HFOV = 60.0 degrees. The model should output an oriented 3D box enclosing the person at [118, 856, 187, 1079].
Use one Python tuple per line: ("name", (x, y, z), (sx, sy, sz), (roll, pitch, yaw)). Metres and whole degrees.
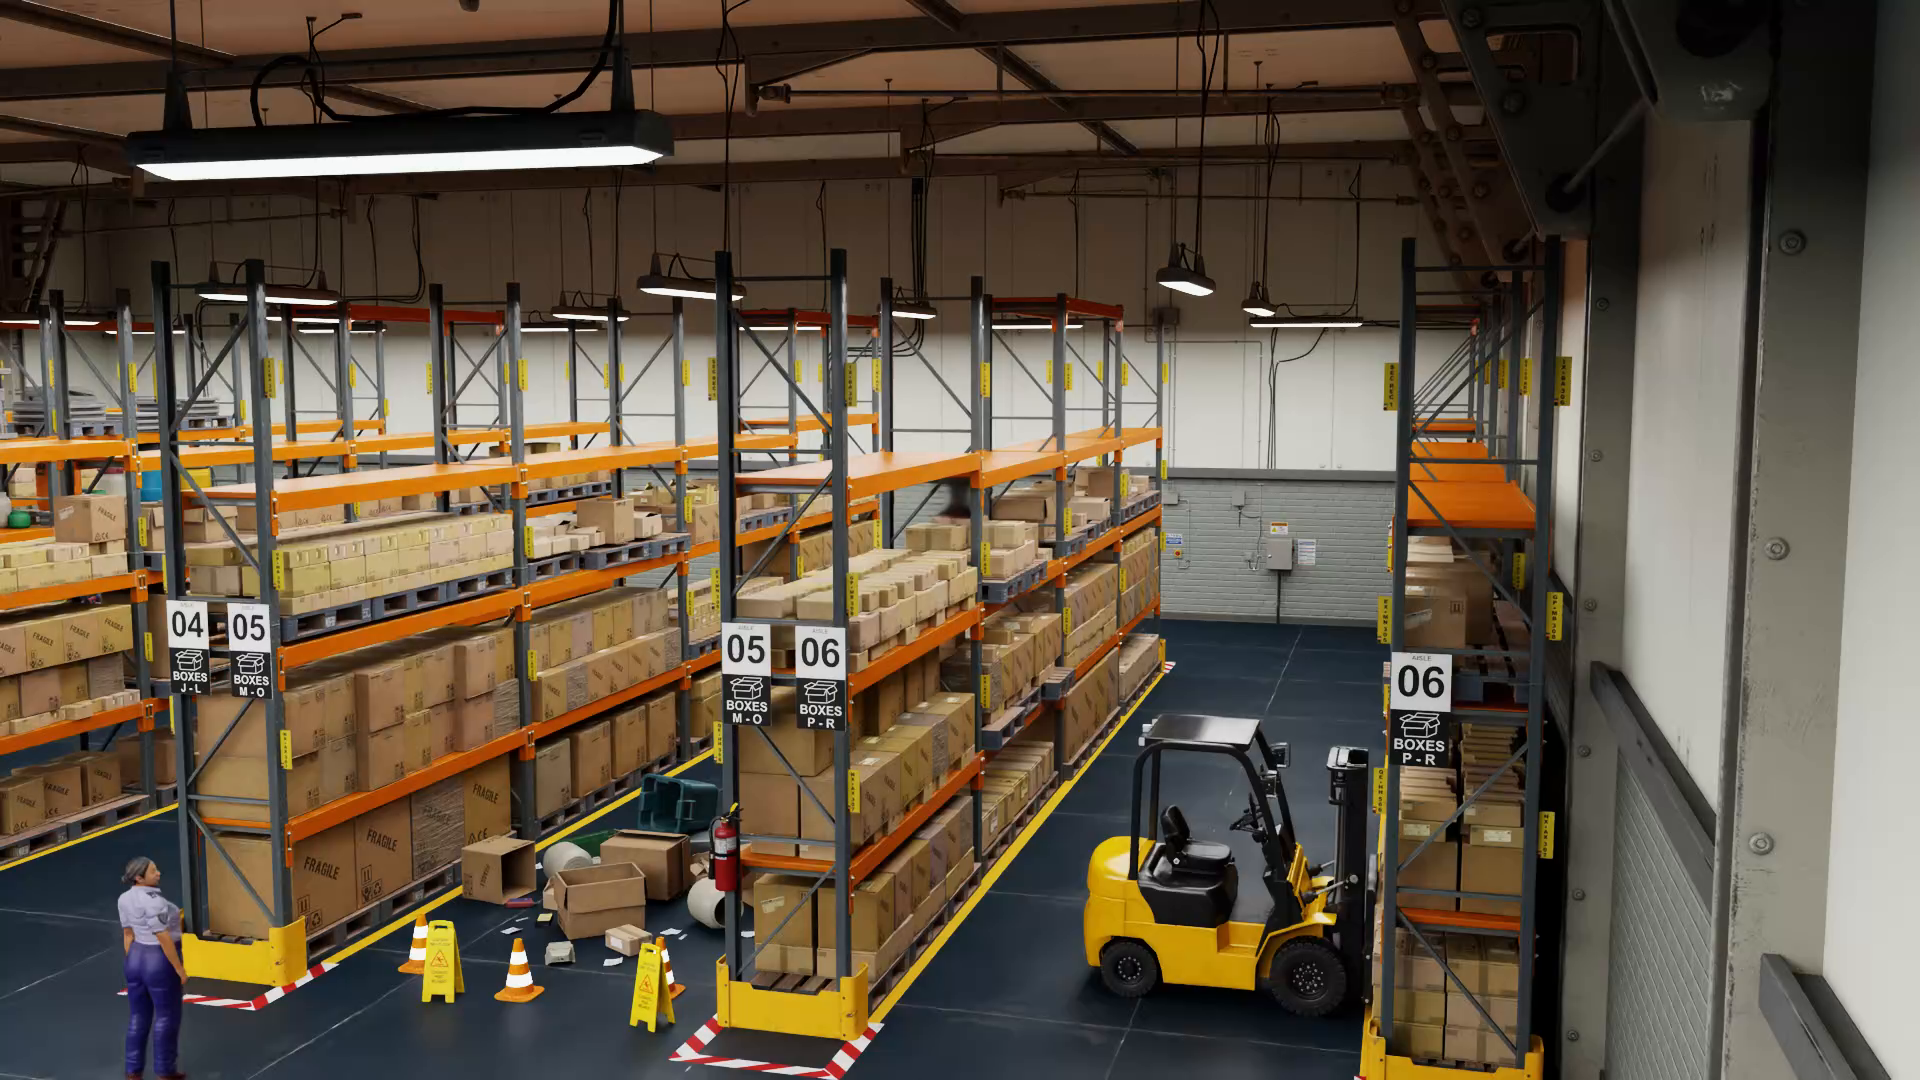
("person", (-5.822, 3.096, 11.990), (0.532, 1.681, 0.369), (3, 7, 25))
